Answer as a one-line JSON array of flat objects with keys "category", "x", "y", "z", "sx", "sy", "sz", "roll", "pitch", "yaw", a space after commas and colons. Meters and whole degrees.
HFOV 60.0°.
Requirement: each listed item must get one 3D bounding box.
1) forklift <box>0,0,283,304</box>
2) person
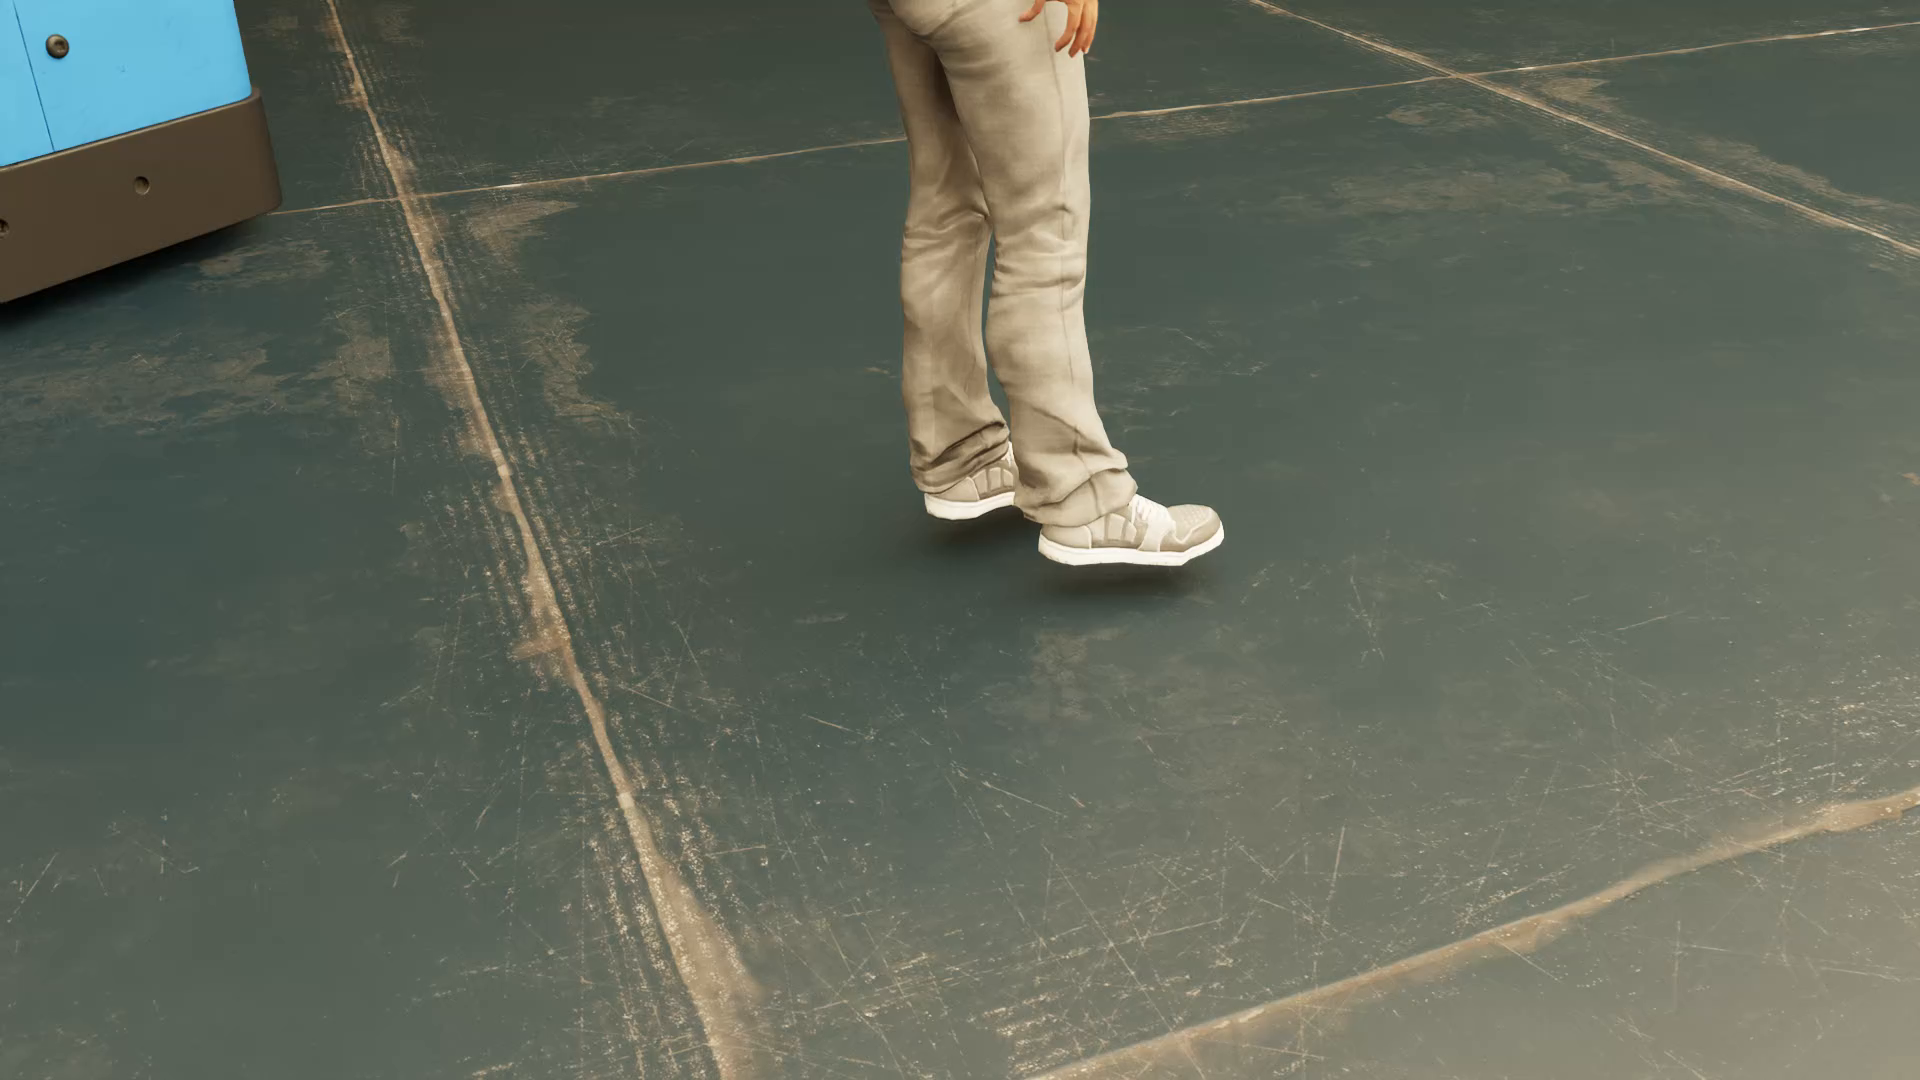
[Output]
[{"category": "forklift", "x": -3.021, "y": -2.112, "z": 3.247, "sx": 3.031, "sy": 2.935, "sz": 1.130, "roll": 16, "pitch": 33, "yaw": 26}, {"category": "person", "x": 0.073, "y": -0.742, "z": 2.094, "sx": 0.475, "sy": 1.596, "sz": 0.520, "roll": -11, "pitch": 32, "yaw": -19}]
